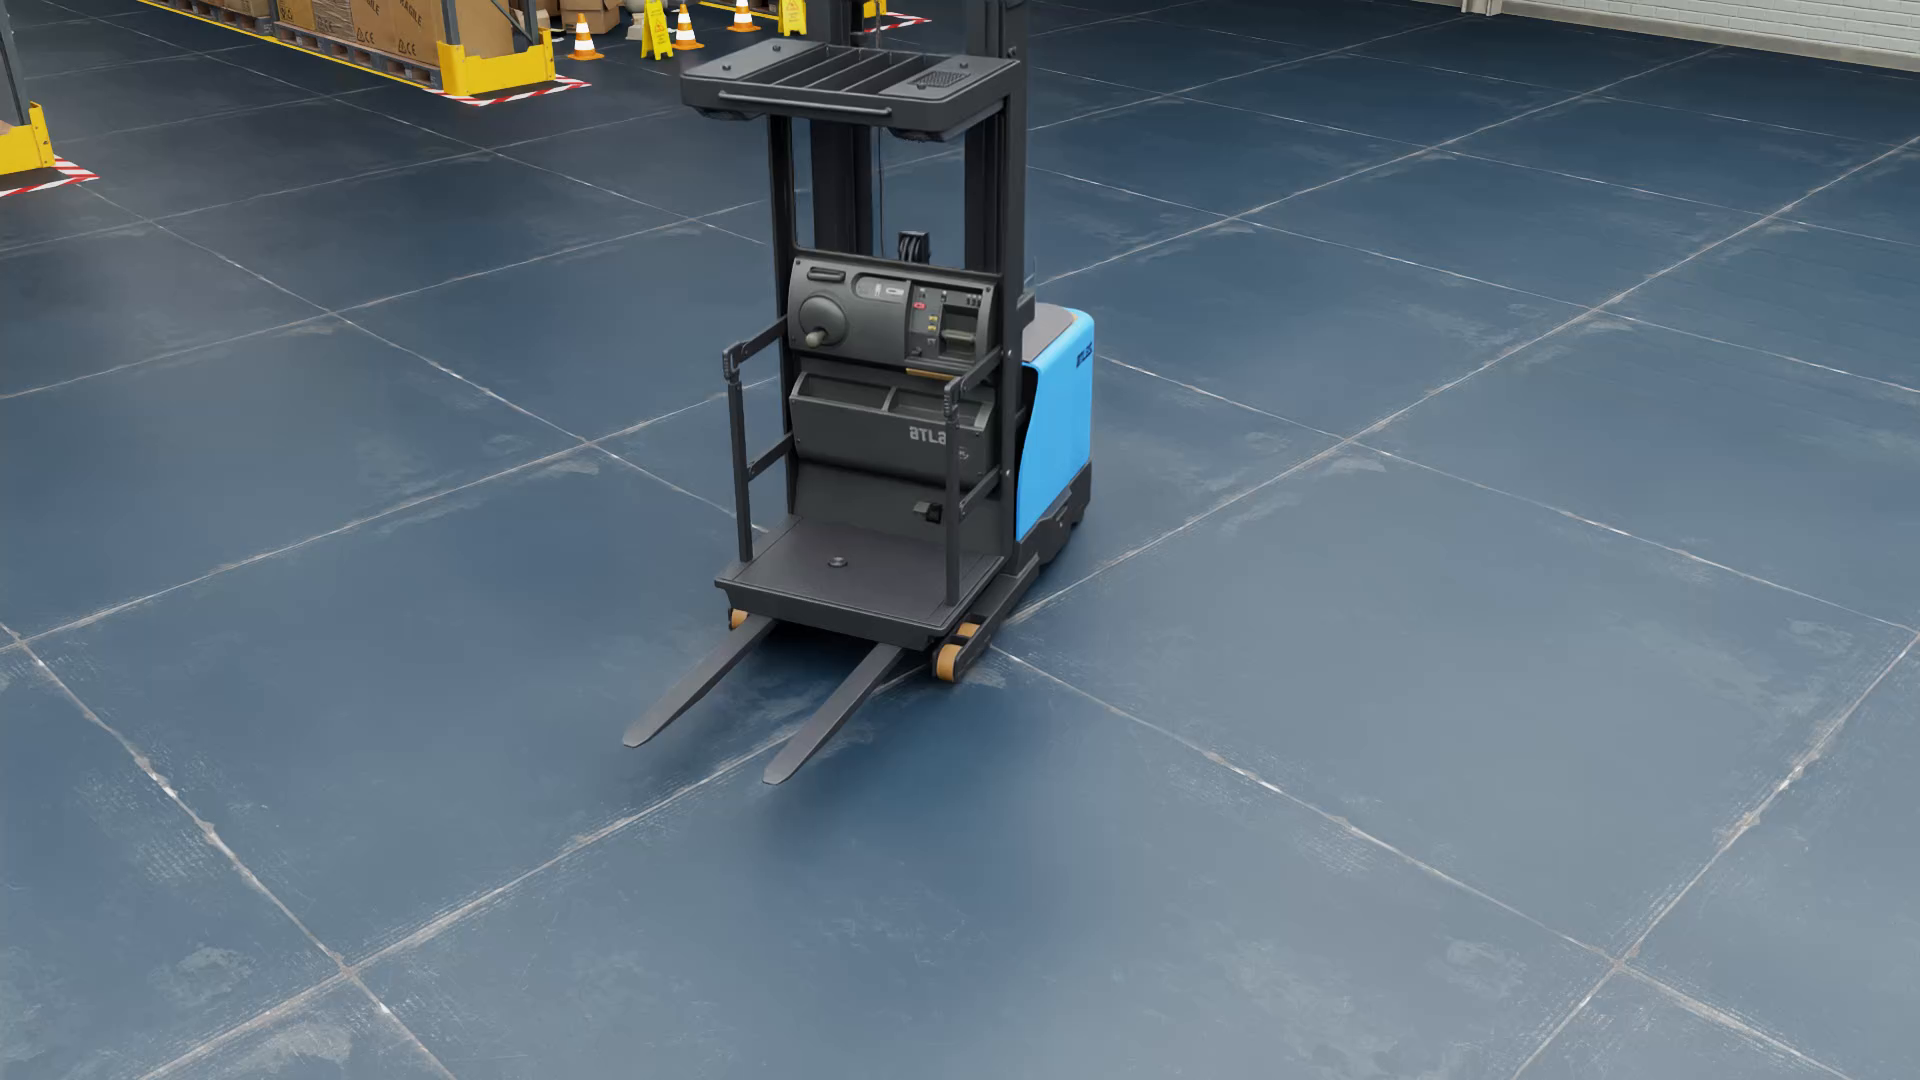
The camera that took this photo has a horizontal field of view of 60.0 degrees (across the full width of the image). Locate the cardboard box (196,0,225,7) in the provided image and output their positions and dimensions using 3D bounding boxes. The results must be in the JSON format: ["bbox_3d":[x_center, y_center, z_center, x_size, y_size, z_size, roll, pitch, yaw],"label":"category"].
[{"bbox_3d":[-8.809,-7.023,20.349,0.750,0.750,1.050,25,36,38],"label":"cardboard box"}]

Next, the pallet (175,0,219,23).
[{"bbox_3d":[-9.095,-6.735,20.831,1.213,0.211,1.003,25,36,38],"label":"pallet"}]

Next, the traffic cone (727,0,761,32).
[{"bbox_3d":[-2.578,-6.304,19.741,0.334,0.463,0.336,25,36,38],"label":"traffic cone"}]

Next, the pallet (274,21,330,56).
[{"bbox_3d":[-7.131,-5.836,19.121,1.213,0.211,1.003,25,36,38],"label":"pallet"}]

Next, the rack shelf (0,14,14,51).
[{"bbox_3d":[-9.741,-4.760,14.852,4.000,0.370,1.077,25,36,38],"label":"rack shelf"}]

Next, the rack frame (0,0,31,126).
[{"bbox_3d":[-8.315,-4.426,13.444,0.127,3.000,1.000,25,36,38],"label":"rack frame"}]

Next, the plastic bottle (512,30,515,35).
[{"bbox_3d":[-5.336,-5.928,19.458,0.133,0.061,0.283,12,30,22],"label":"plastic bottle"}]

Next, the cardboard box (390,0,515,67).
[{"bbox_3d":[-5.296,-5.484,17.287,0.875,0.875,0.875,25,37,39],"label":"cardboard box"}]

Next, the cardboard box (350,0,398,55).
[{"bbox_3d":[-5.925,-5.770,17.832,0.875,0.875,0.875,24,36,38],"label":"cardboard box"}]

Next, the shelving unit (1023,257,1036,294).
[{"bbox_3d":[0.252,-0.862,8.601,0.189,1.200,0.258,11,30,19],"label":"shelving unit"}]

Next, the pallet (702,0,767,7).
[{"bbox_3d":[-2.842,-7.180,21.678,1.213,0.211,1.003,25,36,38],"label":"pallet"}]

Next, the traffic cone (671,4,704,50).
[{"bbox_3d":[-3.114,-5.825,18.830,0.334,0.463,0.336,25,36,38],"label":"traffic cone"}]

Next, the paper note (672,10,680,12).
[{"bbox_3d":[-3.525,-6.647,20.859,0.148,0.019,0.142,12,30,22],"label":"paper note"}]

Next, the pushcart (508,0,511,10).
[{"bbox_3d":[-5.783,-7.086,21.321,0.936,0.377,1.648,12,30,22],"label":"pushcart"}]

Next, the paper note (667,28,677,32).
[{"bbox_3d":[-3.437,-6.048,19.720,0.142,0.019,0.148,12,30,22],"label":"paper note"}]

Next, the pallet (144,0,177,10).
[{"bbox_3d":[-9.961,-7.133,21.588,1.213,0.211,1.003,25,36,38],"label":"pallet"}]

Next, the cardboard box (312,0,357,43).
[{"bbox_3d":[-6.573,-6.068,18.399,0.875,0.875,0.875,25,37,39],"label":"cardboard box"}]

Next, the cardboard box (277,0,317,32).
[{"bbox_3d":[-7.219,-6.361,18.956,0.875,0.875,0.875,-25,36,-38],"label":"cardboard box"}]

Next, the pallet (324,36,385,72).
[{"bbox_3d":[-6.256,-5.437,18.364,1.213,0.211,1.003,25,36,38],"label":"pallet"}]

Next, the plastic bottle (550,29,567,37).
[{"bbox_3d":[-4.769,-5.954,19.508,0.283,0.061,0.133,12,30,22],"label":"plastic bottle"}]

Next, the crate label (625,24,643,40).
[{"bbox_3d":[-3.718,-5.916,19.354,0.298,0.136,0.250,7,29,13],"label":"crate label"}]

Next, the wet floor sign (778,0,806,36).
[{"bbox_3d":[-1.982,-6.255,19.453,0.267,0.644,0.232,-13,30,-22],"label":"wet floor sign"}]

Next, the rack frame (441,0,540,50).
[{"bbox_3d":[-4.766,-6.039,16.511,0.127,3.000,1.000,25,36,38],"label":"rack frame"}]

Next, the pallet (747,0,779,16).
[{"bbox_3d":[-1.976,-6.782,20.921,1.213,0.211,1.003,25,36,38],"label":"pallet"}]

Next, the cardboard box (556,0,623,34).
[{"bbox_3d":[-4.395,-6.342,19.771,0.637,0.503,0.797,2,28,4],"label":"cardboard box"}]

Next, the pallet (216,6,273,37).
[{"bbox_3d":[-8.221,-6.336,20.074,1.213,0.211,1.003,25,36,38],"label":"pallet"}]

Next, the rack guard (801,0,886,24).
[{"bbox_3d":[-1.422,-6.633,20.327,0.348,0.500,1.175,25,36,38],"label":"rack guard"}]

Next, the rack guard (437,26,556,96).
[{"bbox_3d":[-4.749,-4.925,17.078,0.348,0.500,1.175,25,36,38],"label":"rack guard"}]

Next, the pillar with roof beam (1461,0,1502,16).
[{"bbox_3d":[3.506,-9.158,15.998,0.400,9.000,9.100,25,36,38],"label":"pillar with roof beam"}]

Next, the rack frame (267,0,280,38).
[{"bbox_3d":[-7.618,-7.344,18.994,0.127,3.000,1.000,25,36,38],"label":"rack frame"}]

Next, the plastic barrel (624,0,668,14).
[{"bbox_3d":[-3.902,-6.746,20.624,0.512,0.421,0.421,-3,28,-5],"label":"plastic barrel"}]

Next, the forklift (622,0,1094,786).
[{"bbox_3d":[-0.381,-0.915,6.841,1.130,2.935,3.031,11,30,20],"label":"forklift"}]

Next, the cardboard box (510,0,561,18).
[{"bbox_3d":[-5.067,-6.705,20.315,0.503,0.637,0.797,25,36,38],"label":"cardboard box"}]

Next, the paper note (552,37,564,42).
[{"bbox_3d":[-4.664,-5.785,19.222,0.144,0.017,0.142,-13,30,-22],"label":"paper note"}]

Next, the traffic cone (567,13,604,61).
[{"bbox_3d":[-4.149,-5.560,18.328,0.334,0.463,0.336,25,36,38],"label":"traffic cone"}]

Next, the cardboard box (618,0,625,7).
[{"bbox_3d":[-4.410,-7.113,21.238,0.500,0.500,0.500,-3,28,-5],"label":"cardboard box"}]

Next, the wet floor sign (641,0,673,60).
[{"bbox_3d":[-3.357,-5.644,18.291,0.232,0.644,0.267,18,33,30],"label":"wet floor sign"}]

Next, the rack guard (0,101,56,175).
[{"bbox_3d":[-8.369,-3.344,14.073,0.348,0.500,1.175,25,36,38],"label":"rack guard"}]

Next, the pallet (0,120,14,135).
[{"bbox_3d":[-8.924,-3.493,14.666,1.213,0.211,1.003,25,36,38],"label":"pallet"}]

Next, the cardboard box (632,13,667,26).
[{"bbox_3d":[-3.718,-6.210,19.900,0.380,0.149,0.250,-7,29,-14],"label":"cardboard box"}]

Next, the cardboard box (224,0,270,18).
[{"bbox_3d":[-8.124,-6.707,19.748,0.750,0.750,1.050,24,36,38],"label":"cardboard box"}]

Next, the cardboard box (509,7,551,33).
[{"bbox_3d":[-5.101,-6.184,19.726,0.396,0.266,0.258,-18,33,-31],"label":"cardboard box"}]

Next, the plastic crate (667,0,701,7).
[{"bbox_3d":[-3.675,-6.943,21.368,0.583,0.080,0.402,12,30,22],"label":"plastic crate"}]

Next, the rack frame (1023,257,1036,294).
[{"bbox_3d":[0.337,-0.846,8.571,0.006,1.200,0.240,11,30,19],"label":"rack frame"}]

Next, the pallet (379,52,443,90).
[{"bbox_3d":[-5.391,-5.039,17.607,1.213,0.211,1.003,25,36,38],"label":"pallet"}]
